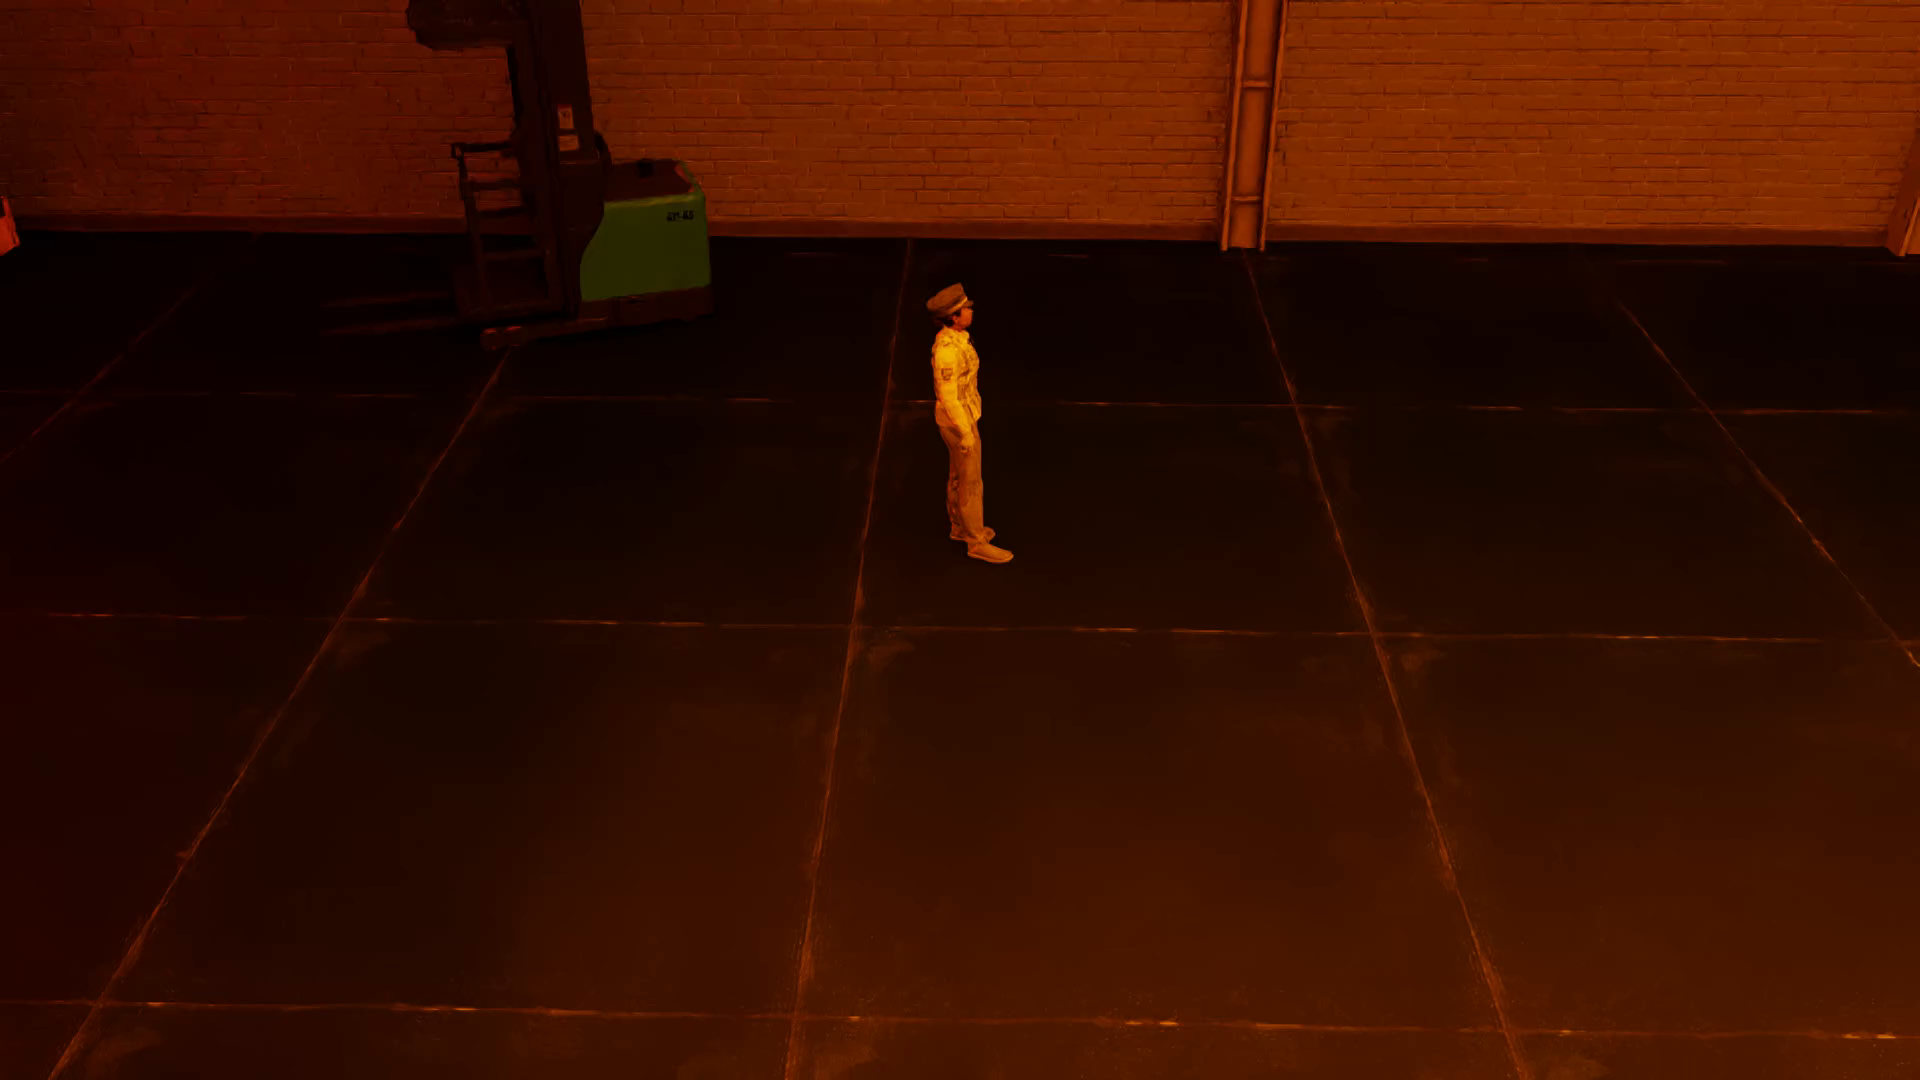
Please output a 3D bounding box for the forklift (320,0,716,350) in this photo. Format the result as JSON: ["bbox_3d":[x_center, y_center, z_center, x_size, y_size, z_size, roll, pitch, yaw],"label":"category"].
[{"bbox_3d":[-3.564,-3.047,12.782,3.031,2.935,1.130,-10,32,-16],"label":"forklift"}]

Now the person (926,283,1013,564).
[{"bbox_3d":[0.068,-0.732,10.058,0.533,1.695,0.586,1,31,1],"label":"person"}]
